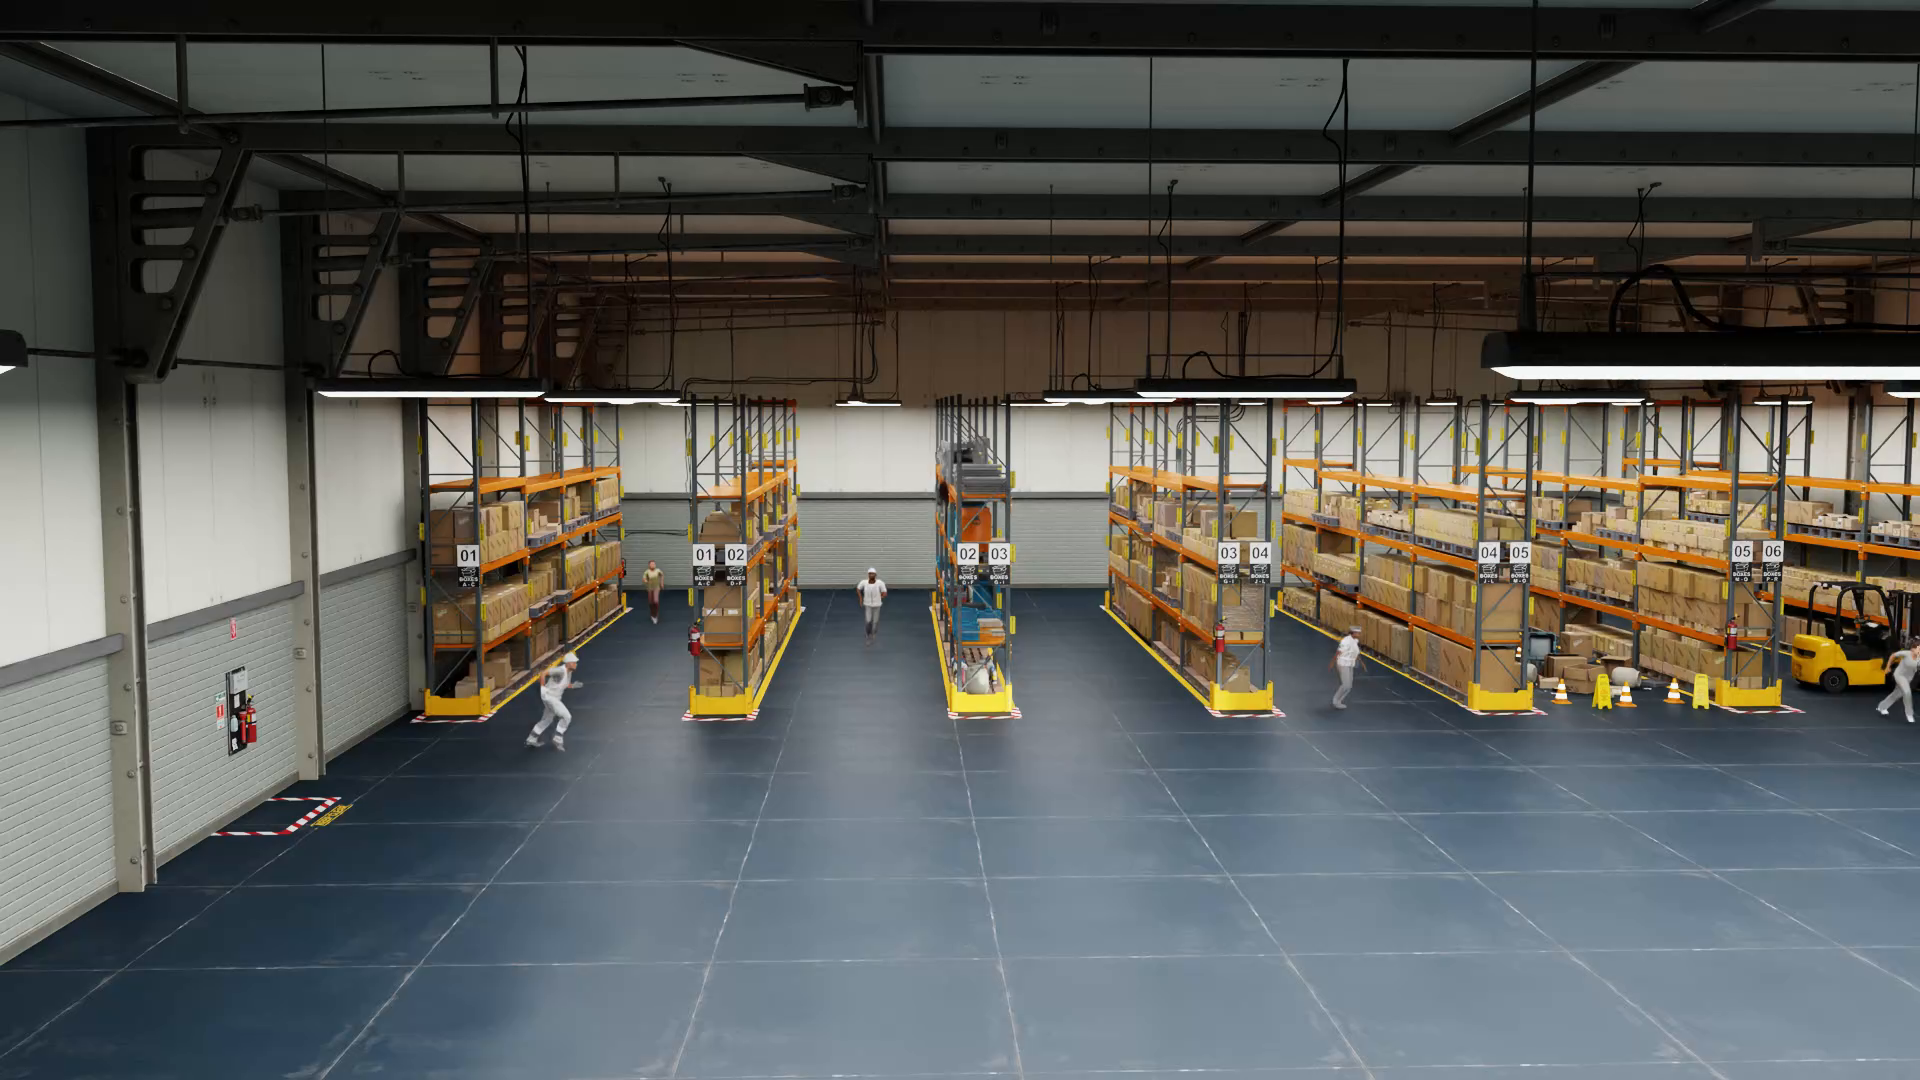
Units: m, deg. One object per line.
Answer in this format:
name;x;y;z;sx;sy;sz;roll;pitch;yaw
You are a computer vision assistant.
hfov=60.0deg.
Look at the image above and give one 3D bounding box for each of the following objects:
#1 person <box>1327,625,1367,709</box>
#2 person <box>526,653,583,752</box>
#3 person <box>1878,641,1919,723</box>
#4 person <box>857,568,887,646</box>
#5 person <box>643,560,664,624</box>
person;7.396;2.427;31.716;0.595;1.615;0.583;-4;6;-45
person;-6.809;2.728;27.769;0.993;1.696;0.714;1;5;9
person;17.354;2.548;30.573;0.534;1.484;1.052;0;5;-4
person;-2.037;1.557;38.473;0.709;1.811;0.671;0;4;-2
person;-8.234;1.382;44.606;0.530;1.713;0.804;0;5;-5
